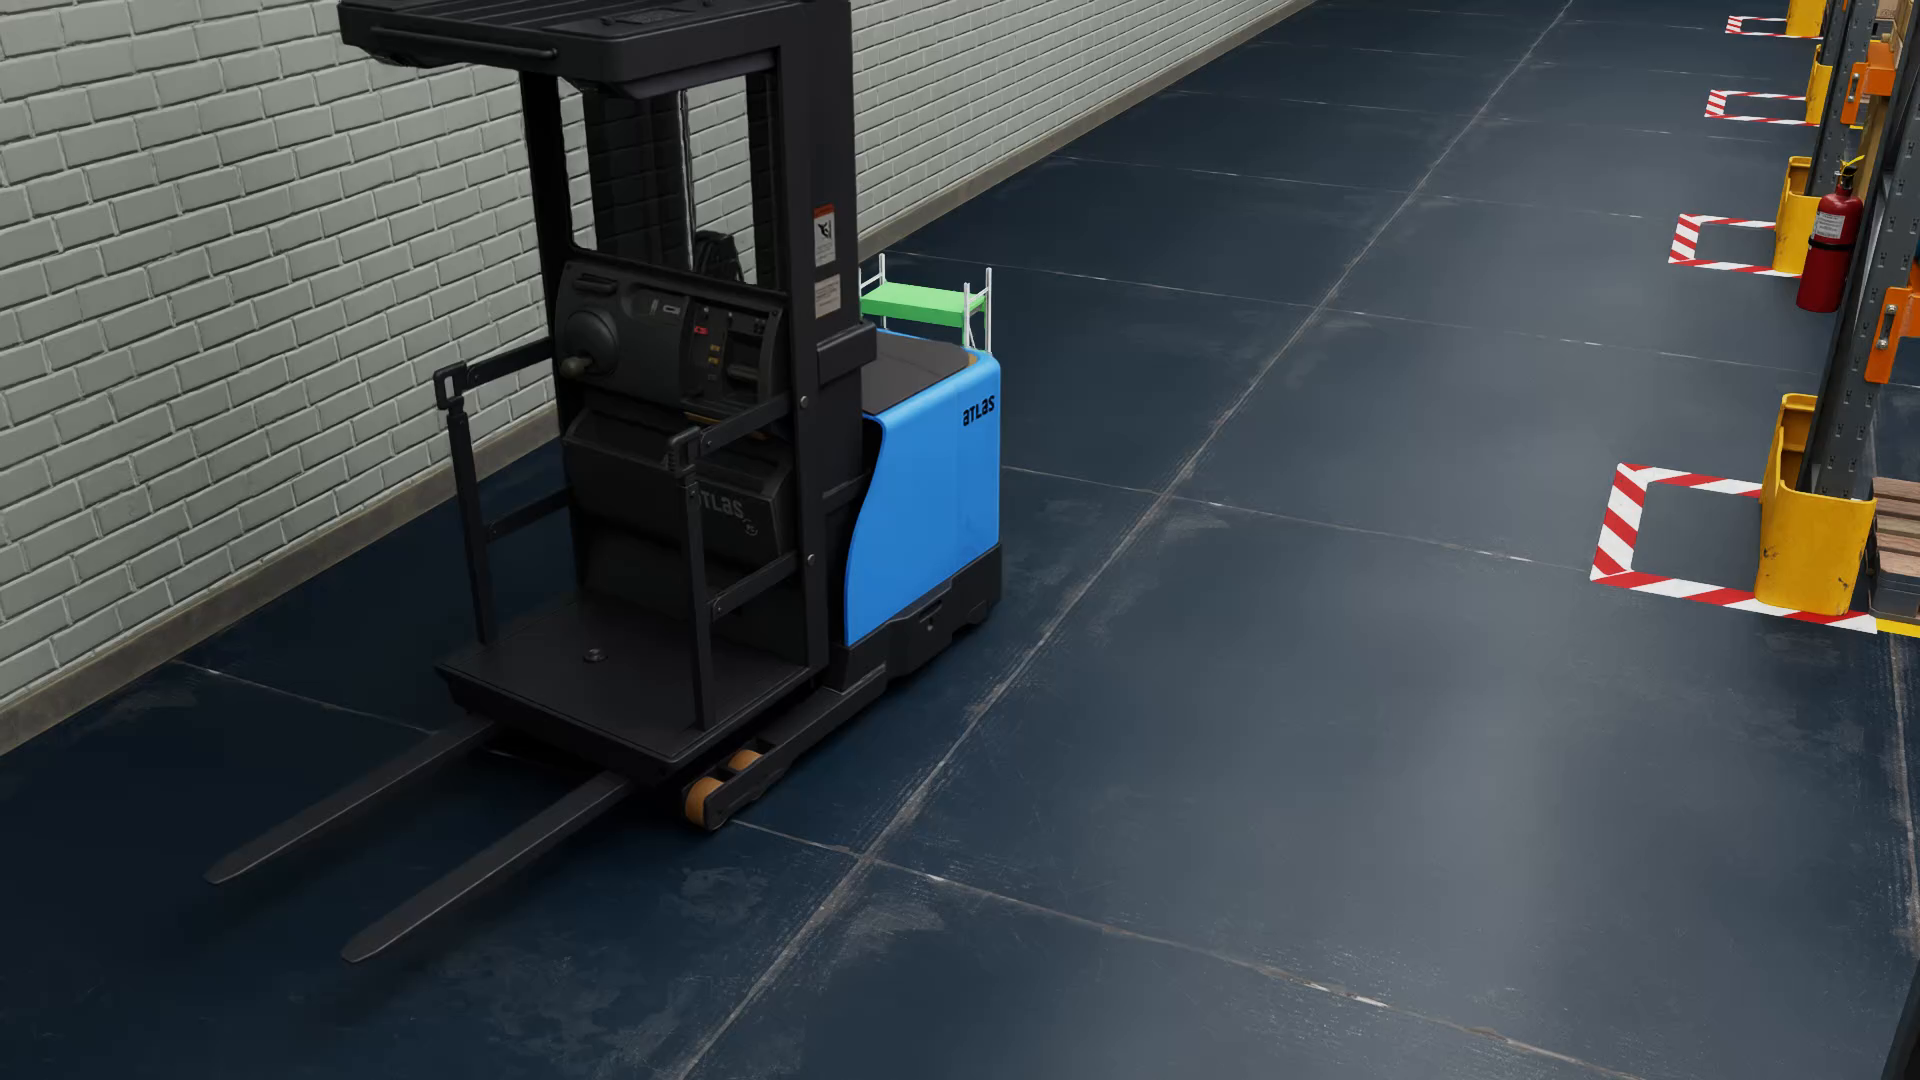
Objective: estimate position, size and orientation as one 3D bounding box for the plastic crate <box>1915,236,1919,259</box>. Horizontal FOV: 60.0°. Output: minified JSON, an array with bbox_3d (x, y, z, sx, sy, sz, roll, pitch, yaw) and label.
[{"bbox_3d":[4.023,-1.354,6.496,0.499,0.435,0.616,11,28,22],"label":"plastic crate"}]

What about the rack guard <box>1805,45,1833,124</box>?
[{"bbox_3d":[7.905,-4.129,15.071,0.348,0.500,1.175,11,28,22],"label":"rack guard"}]

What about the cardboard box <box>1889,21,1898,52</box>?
[{"bbox_3d":[6.151,-3.243,10.726,0.250,0.149,0.380,12,29,23],"label":"cardboard box"}]

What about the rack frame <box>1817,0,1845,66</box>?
[{"bbox_3d":[7.836,-5.265,14.547,0.127,3.000,1.000,11,28,22],"label":"rack frame"}]

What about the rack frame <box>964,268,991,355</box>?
[{"bbox_3d":[0.071,-0.524,6.956,0.015,1.200,0.240,11,28,22],"label":"rack frame"}]

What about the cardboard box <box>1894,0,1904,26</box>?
[{"bbox_3d":[6.242,-3.373,10.538,0.500,0.250,0.500,11,28,21],"label":"cardboard box"}]

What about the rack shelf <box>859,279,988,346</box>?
[{"bbox_3d":[-0.151,-0.942,6.863,0.480,0.148,0.258,11,28,22],"label":"rack shelf"}]

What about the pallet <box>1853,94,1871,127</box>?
[{"bbox_3d":[8.630,-3.837,14.804,1.213,0.211,1.003,11,28,22],"label":"pallet"}]

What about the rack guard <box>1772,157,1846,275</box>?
[{"bbox_3d":[5.669,-2.172,11.095,0.348,0.500,1.175,11,28,22],"label":"rack guard"}]

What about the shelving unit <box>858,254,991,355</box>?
[{"bbox_3d":[-0.151,-0.569,7.046,0.503,1.200,0.258,11,28,22],"label":"shelving unit"}]

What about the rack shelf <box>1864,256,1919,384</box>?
[{"bbox_3d":[5.461,-0.609,5.905,4.000,0.370,1.077,11,28,22],"label":"rack shelf"}]

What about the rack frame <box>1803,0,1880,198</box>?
[{"bbox_3d":[5.691,-3.289,10.534,0.127,3.000,1.000,11,28,22],"label":"rack frame"}]

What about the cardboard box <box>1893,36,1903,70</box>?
[{"bbox_3d":[5.877,-2.978,10.188,0.250,0.149,0.380,12,29,22],"label":"cardboard box"}]

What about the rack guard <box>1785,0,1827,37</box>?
[{"bbox_3d":[9.771,-6.156,19.188,0.348,0.500,1.175,11,28,22],"label":"rack guard"}]

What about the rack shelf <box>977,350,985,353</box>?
[{"bbox_3d":[-0.151,-0.727,6.969,0.480,0.148,0.258,11,28,22],"label":"rack shelf"}]

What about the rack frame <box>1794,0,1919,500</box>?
[{"bbox_3d":[3.640,-1.297,6.489,0.127,3.000,1.000,11,28,22],"label":"rack frame"}]

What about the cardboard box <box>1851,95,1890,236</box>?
[{"bbox_3d":[6.306,-2.439,10.738,0.875,0.875,0.875,11,28,22],"label":"cardboard box"}]

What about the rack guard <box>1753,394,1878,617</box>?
[{"bbox_3d":[3.613,-0.175,7.039,0.348,0.500,1.175,11,28,22],"label":"rack guard"}]

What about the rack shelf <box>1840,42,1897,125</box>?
[{"bbox_3d":[7.511,-2.600,9.950,4.000,0.370,1.077,11,28,22],"label":"rack shelf"}]

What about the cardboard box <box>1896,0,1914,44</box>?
[{"bbox_3d":[6.016,-3.159,10.102,0.500,0.250,0.500,11,28,20],"label":"cardboard box"}]

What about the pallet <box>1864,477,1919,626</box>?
[{"bbox_3d":[4.375,0.120,6.767,1.213,0.211,1.003,11,28,22],"label":"pallet"}]

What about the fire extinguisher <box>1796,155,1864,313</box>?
[{"bbox_3d":[3.691,-1.305,7.015,0.183,0.674,0.296,11,28,22],"label":"fire extinguisher"}]

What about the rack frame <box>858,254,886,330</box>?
[{"bbox_3d":[-0.373,-0.613,7.137,0.015,1.200,0.240,11,28,22],"label":"rack frame"}]

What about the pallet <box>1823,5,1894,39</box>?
[{"bbox_3d":[10.553,-5.908,19.010,1.213,0.211,1.003,11,28,22],"label":"pallet"}]

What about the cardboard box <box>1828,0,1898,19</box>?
[{"bbox_3d":[10.435,-6.232,18.937,0.875,0.438,0.875,10,28,20],"label":"cardboard box"}]

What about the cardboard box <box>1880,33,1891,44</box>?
[{"bbox_3d":[8.423,-4.446,14.963,0.250,0.149,0.380,12,29,22],"label":"cardboard box"}]

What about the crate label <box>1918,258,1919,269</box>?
[{"bbox_3d":[3.729,-1.071,6.152,0.303,0.233,0.416,11,28,22],"label":"crate label"}]

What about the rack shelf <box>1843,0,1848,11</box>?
[{"bbox_3d":[9.656,-4.576,13.963,4.000,0.370,1.077,11,28,22],"label":"rack shelf"}]

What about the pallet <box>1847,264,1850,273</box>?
[{"bbox_3d":[6.451,-1.923,10.917,1.213,0.211,1.003,11,28,22],"label":"pallet"}]

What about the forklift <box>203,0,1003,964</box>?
[{"bbox_3d":[-1.065,-0.621,5.194,1.130,2.935,3.031,16,31,30],"label":"forklift"}]
